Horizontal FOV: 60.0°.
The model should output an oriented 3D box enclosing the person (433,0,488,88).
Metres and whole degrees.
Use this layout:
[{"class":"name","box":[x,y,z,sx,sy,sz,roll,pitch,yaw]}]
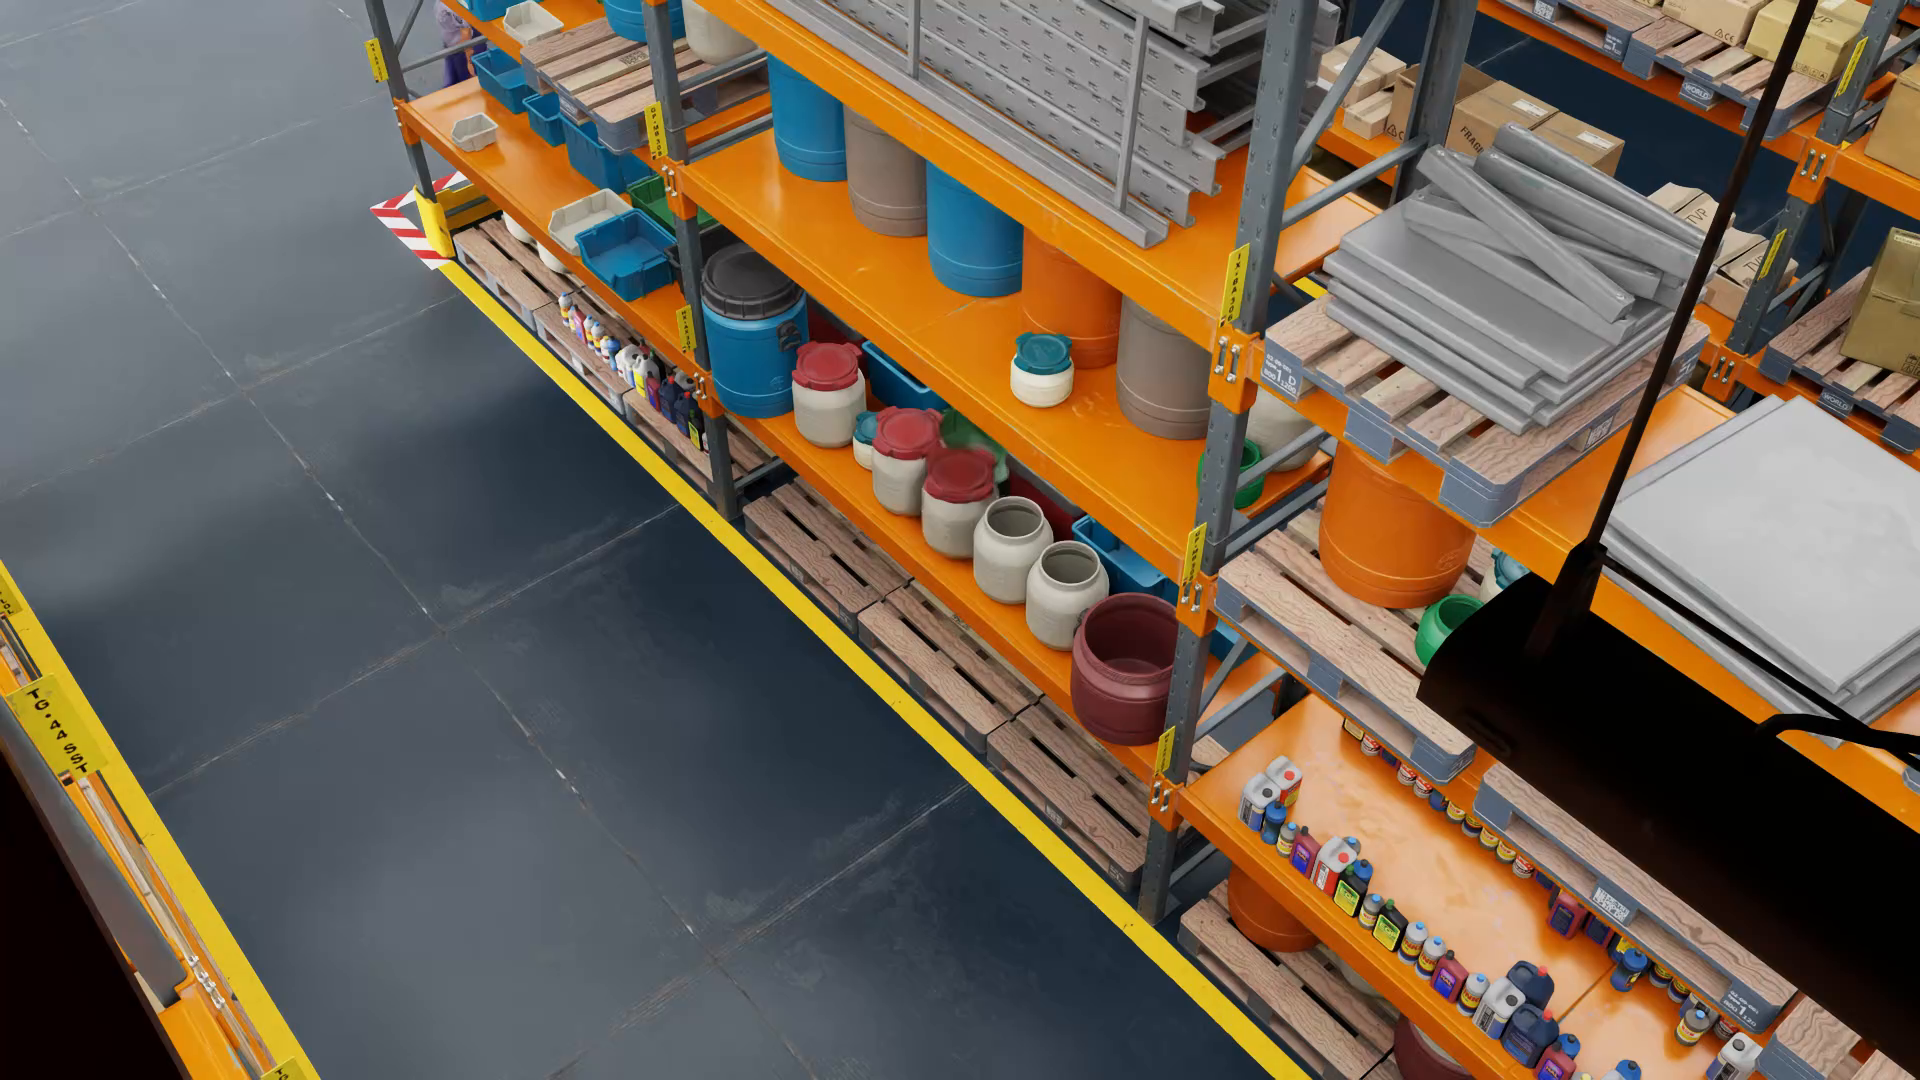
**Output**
[{"class":"person","box":[-4.056,-4.030,13.677,0.824,1.617,0.514,-17,49,-15]}]
